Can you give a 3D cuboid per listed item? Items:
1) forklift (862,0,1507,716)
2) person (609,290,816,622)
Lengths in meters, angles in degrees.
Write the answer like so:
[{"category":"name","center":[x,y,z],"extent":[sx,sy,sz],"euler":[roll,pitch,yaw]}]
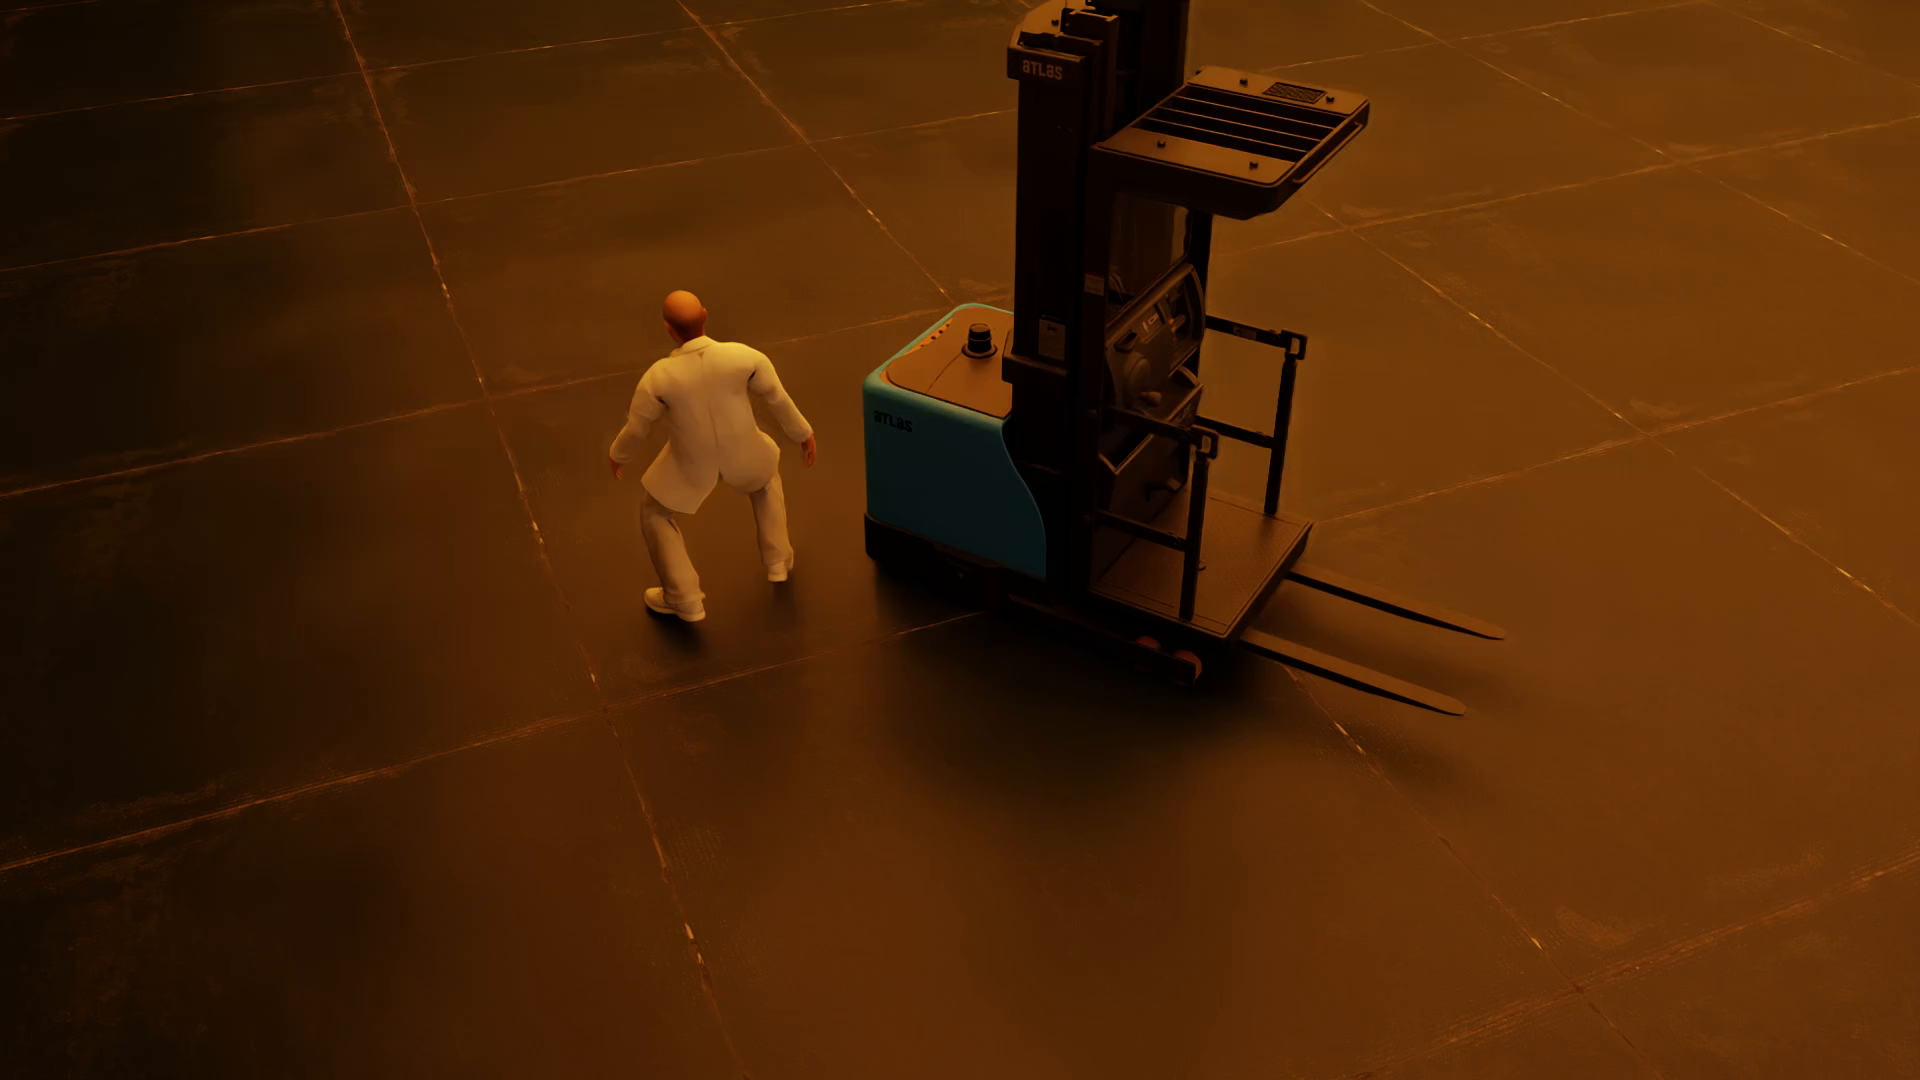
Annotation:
[{"category":"forklift","center":[1.049,-0.874,7.327],"extent":[3.031,2.935,1.130],"euler":[19,40,25]},{"category":"person","center":[-1.158,-0.444,7.795],"extent":[0.963,1.631,0.596],"euler":[-9,36,-12]}]
